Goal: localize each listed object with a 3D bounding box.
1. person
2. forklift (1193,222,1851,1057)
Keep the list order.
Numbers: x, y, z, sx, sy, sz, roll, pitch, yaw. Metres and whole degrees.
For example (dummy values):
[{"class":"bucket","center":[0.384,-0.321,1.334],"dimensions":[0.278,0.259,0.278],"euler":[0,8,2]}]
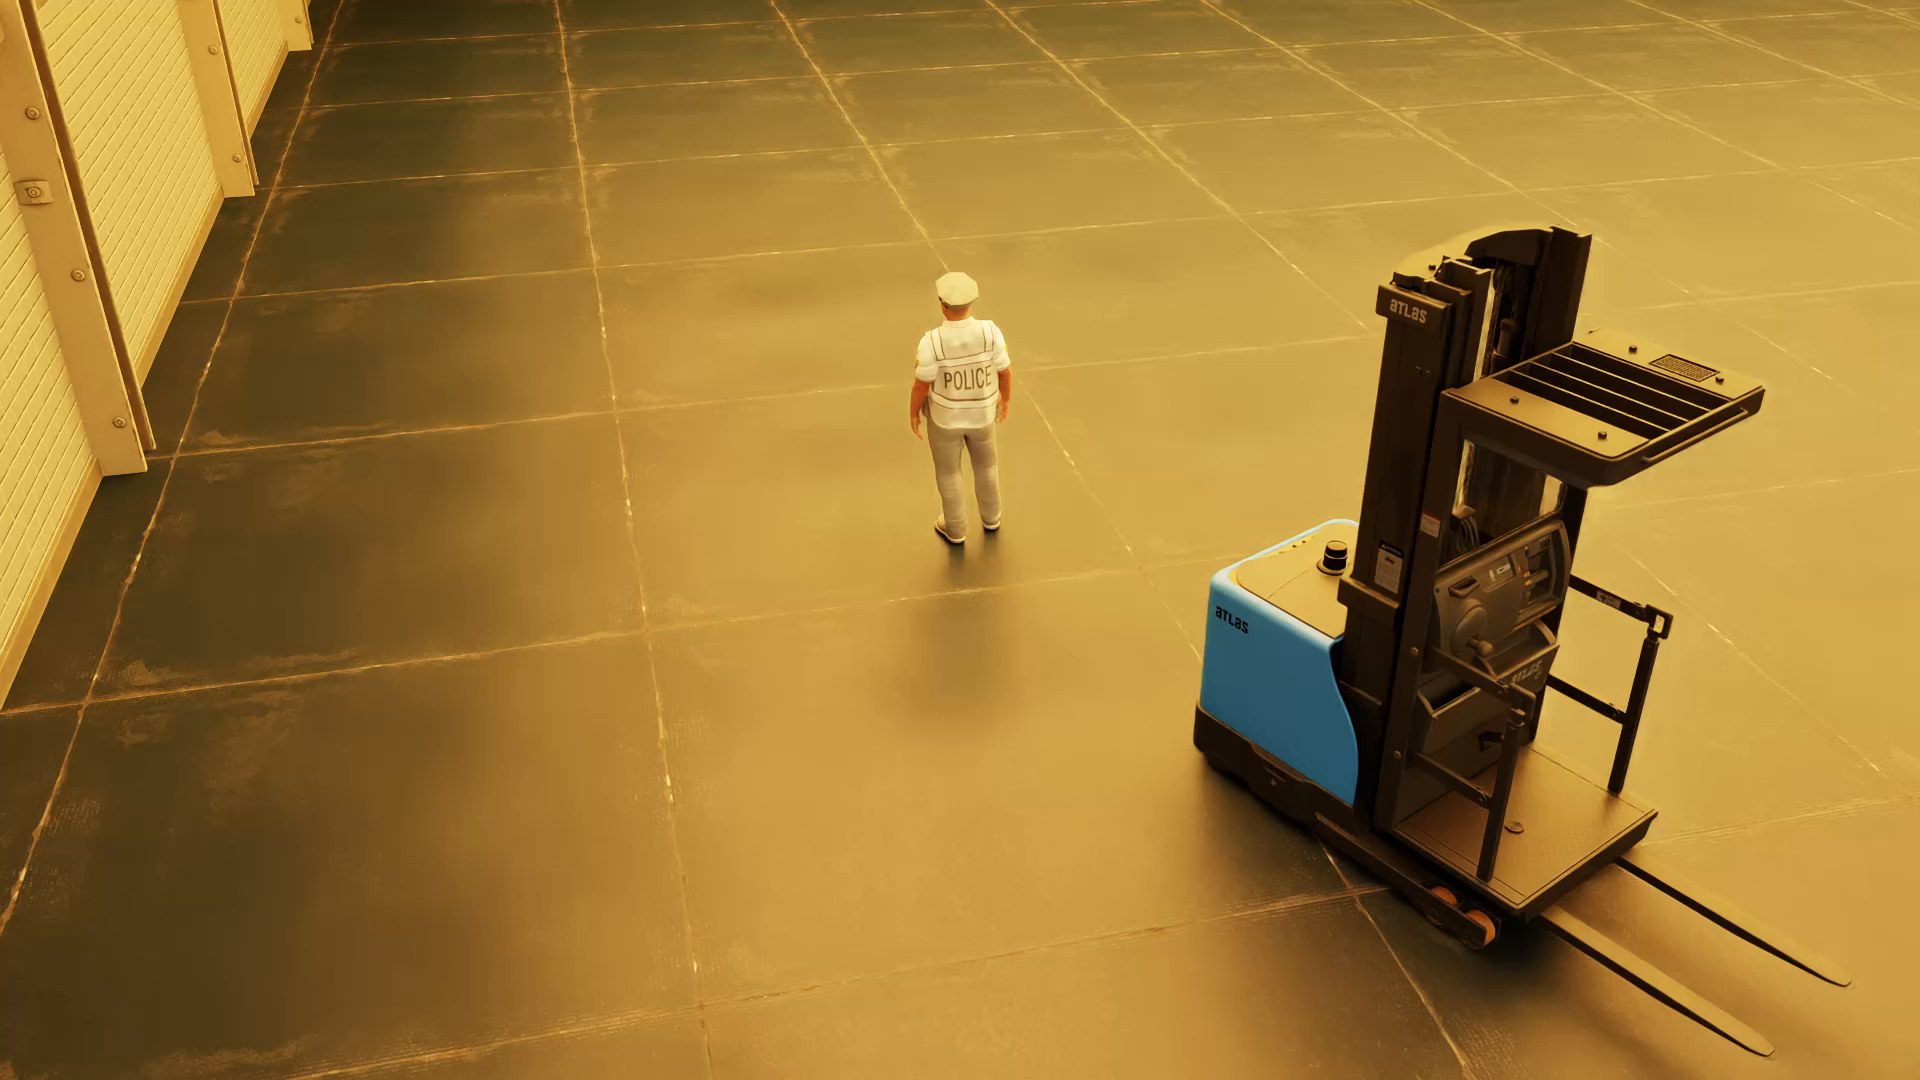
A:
[{"class":"person","center":[-0.007,-0.818,10.118],"dimensions":[0.641,1.780,0.574],"euler":[-7,31,-12]},{"class":"forklift","center":[2.504,0.259,7.128],"dimensions":[1.130,2.935,3.031],"euler":[-21,36,-32]}]
